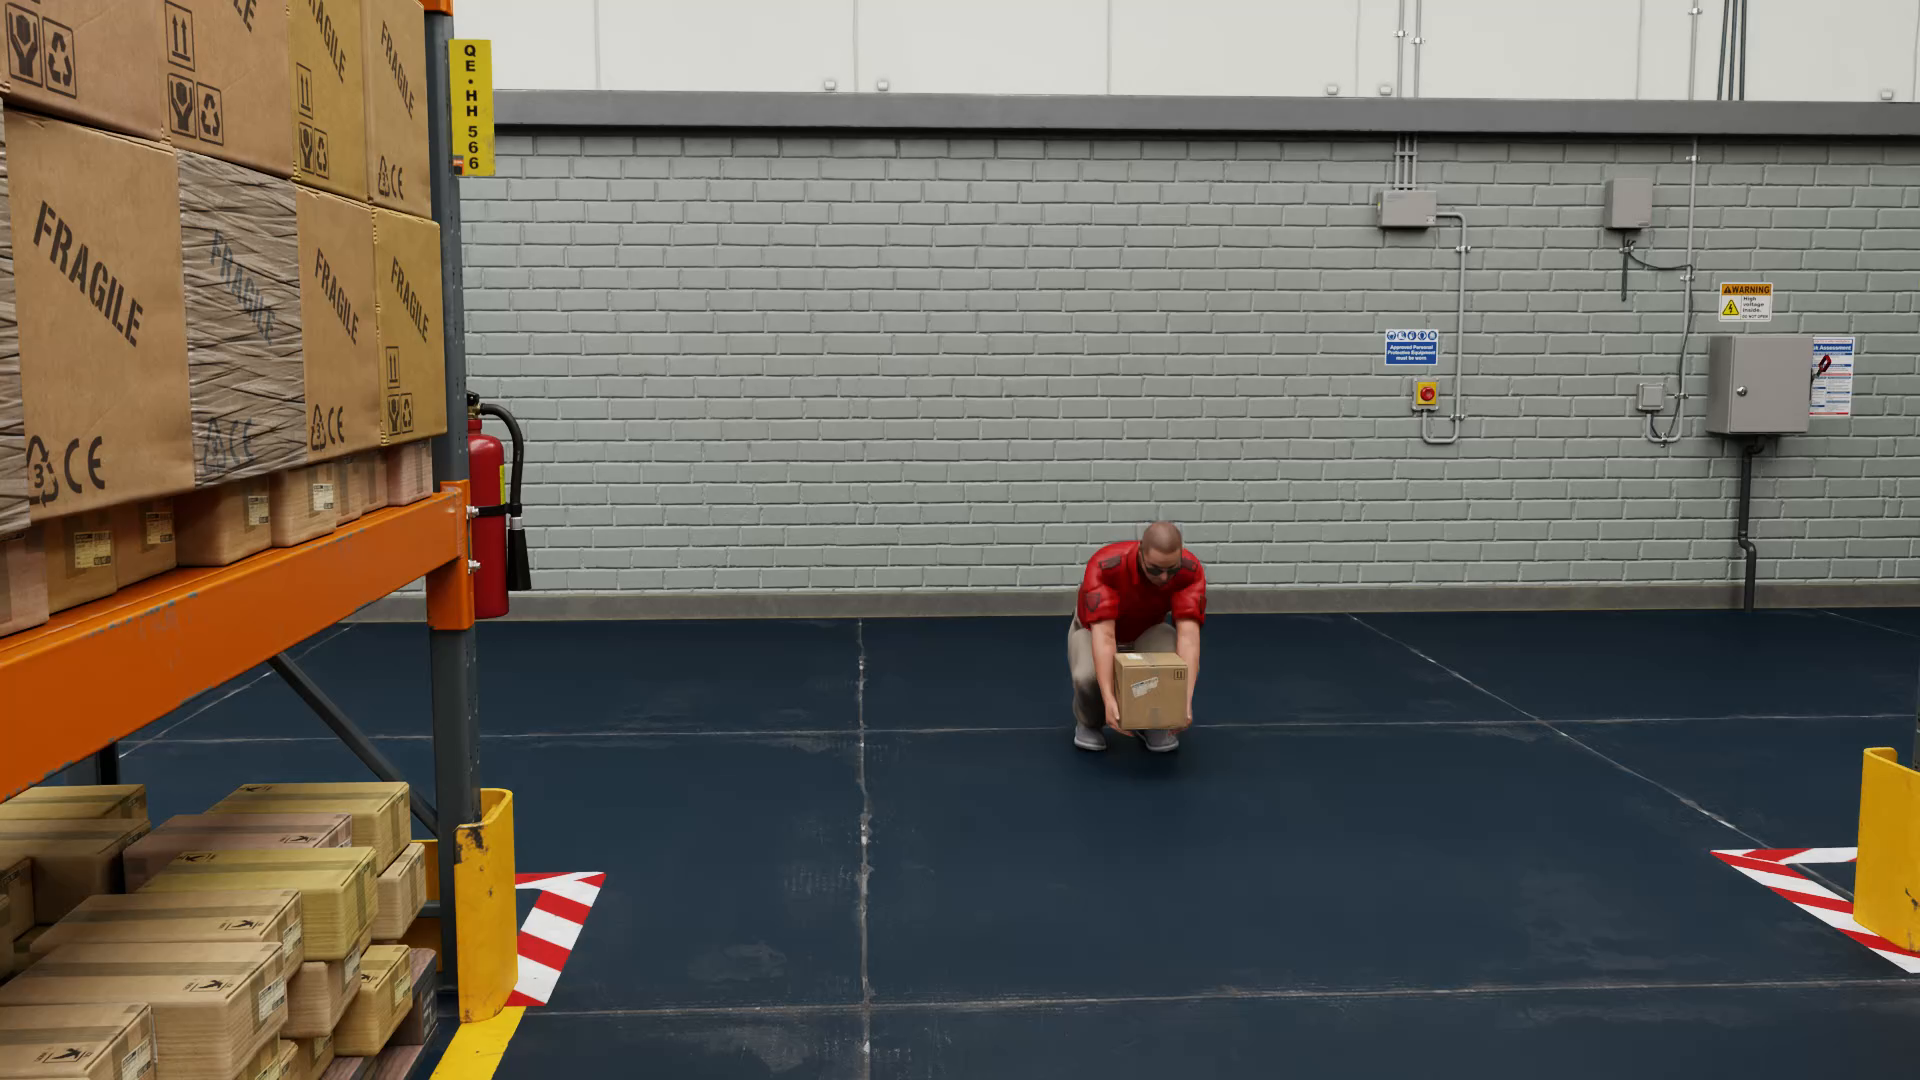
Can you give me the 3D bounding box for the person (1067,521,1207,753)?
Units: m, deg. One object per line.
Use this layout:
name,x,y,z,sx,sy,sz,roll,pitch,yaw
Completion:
person,0.712,0.386,6.771,0.539,0.989,0.882,-1,7,-5
